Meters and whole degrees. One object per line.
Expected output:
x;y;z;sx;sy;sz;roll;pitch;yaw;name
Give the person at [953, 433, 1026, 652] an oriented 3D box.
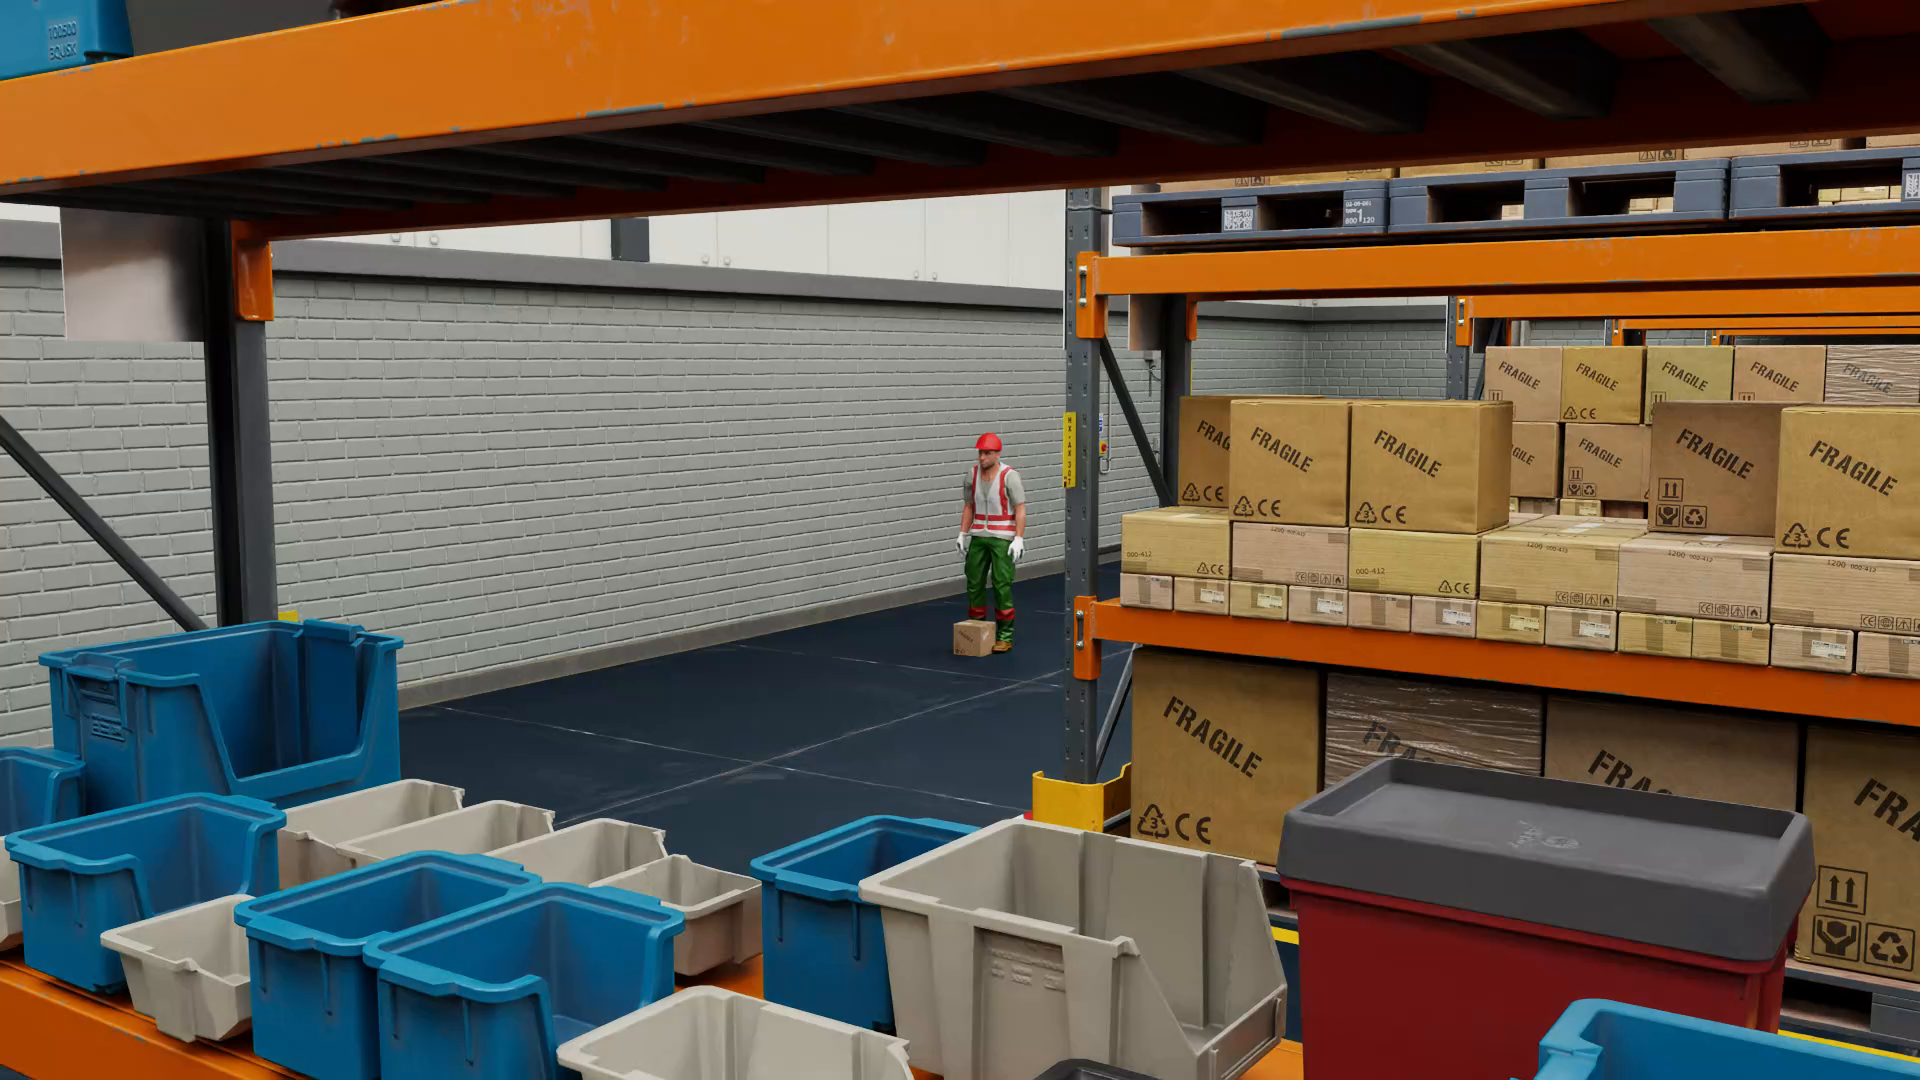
0.248;0.015;13.519;0.620;1.779;0.454;4;7;32;person
